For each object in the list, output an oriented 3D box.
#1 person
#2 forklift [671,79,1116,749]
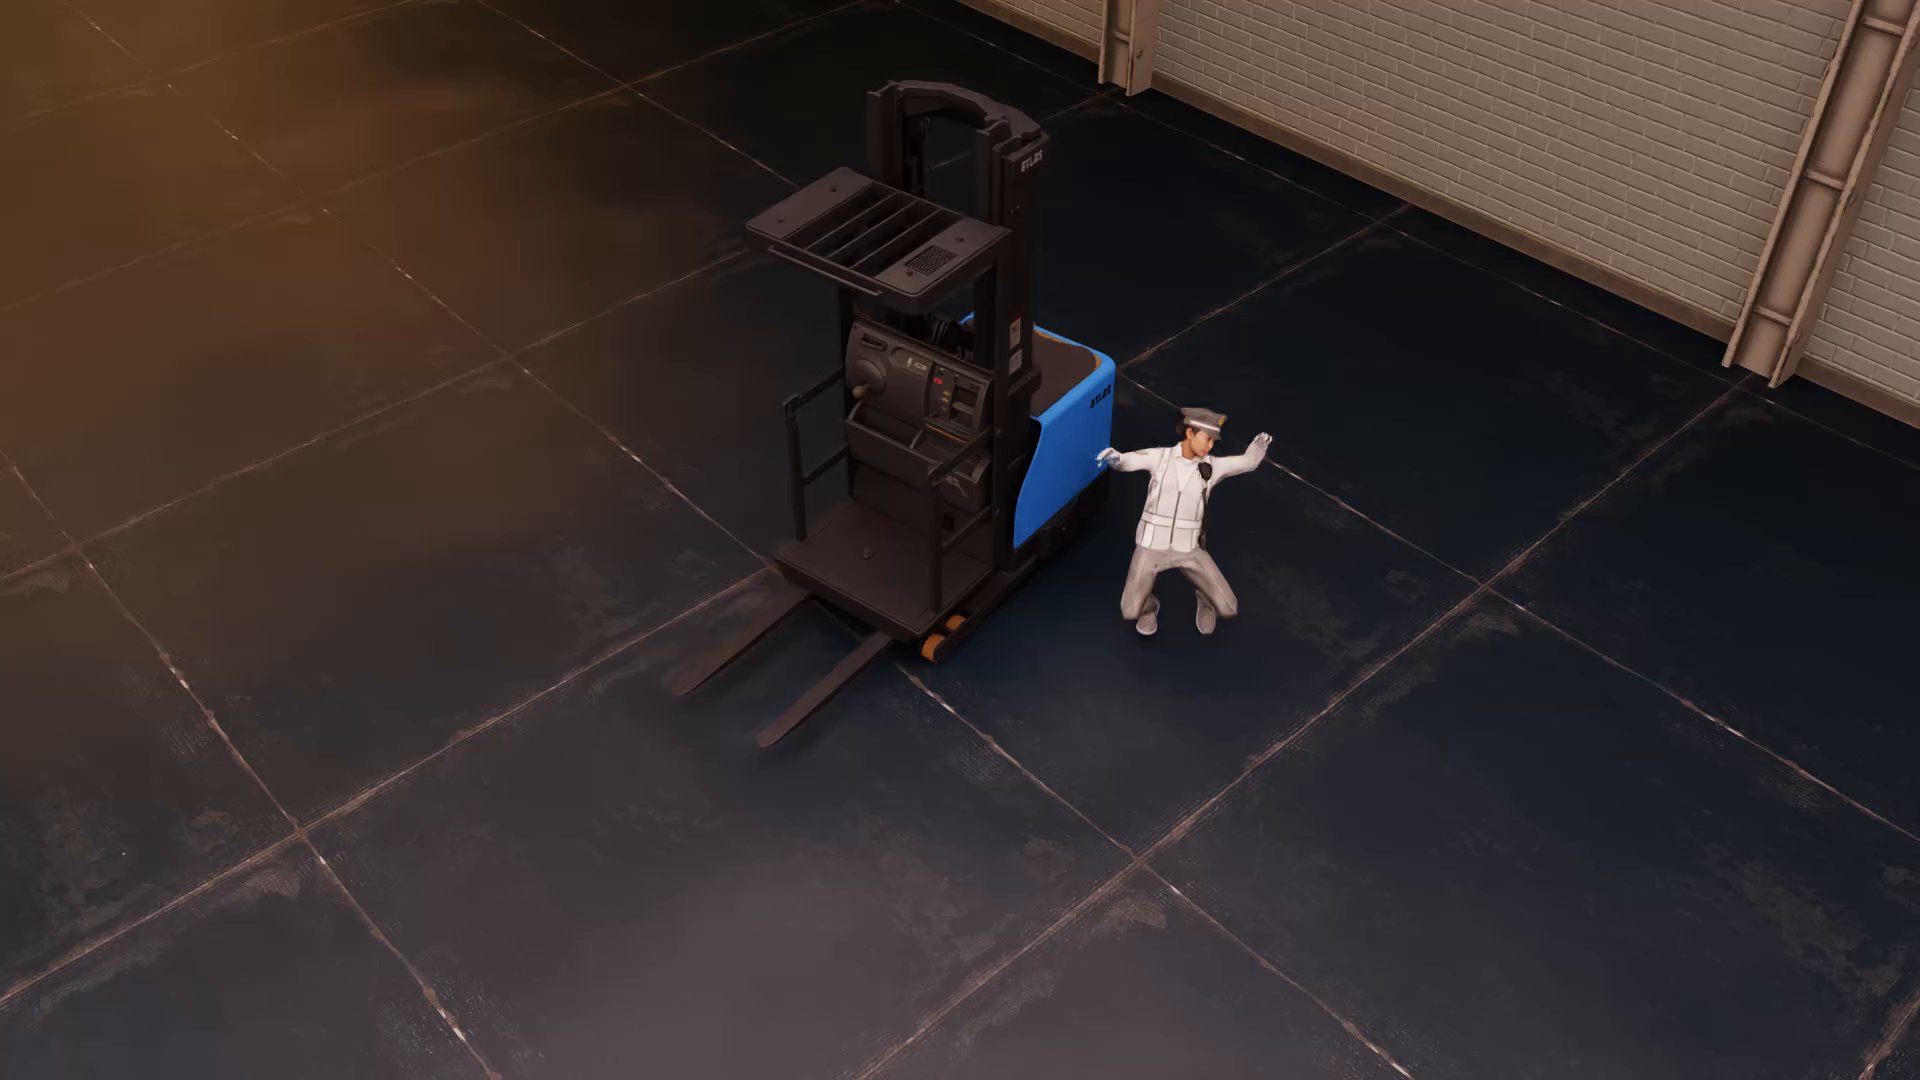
[{"bbox_3d":[1.157,-0.104,9.075,0.884,1.554,0.726,3,41,3],"label":"person"},{"bbox_3d":[-0.362,-0.786,8.820,1.130,2.935,3.031,26,47,27],"label":"forklift"}]
